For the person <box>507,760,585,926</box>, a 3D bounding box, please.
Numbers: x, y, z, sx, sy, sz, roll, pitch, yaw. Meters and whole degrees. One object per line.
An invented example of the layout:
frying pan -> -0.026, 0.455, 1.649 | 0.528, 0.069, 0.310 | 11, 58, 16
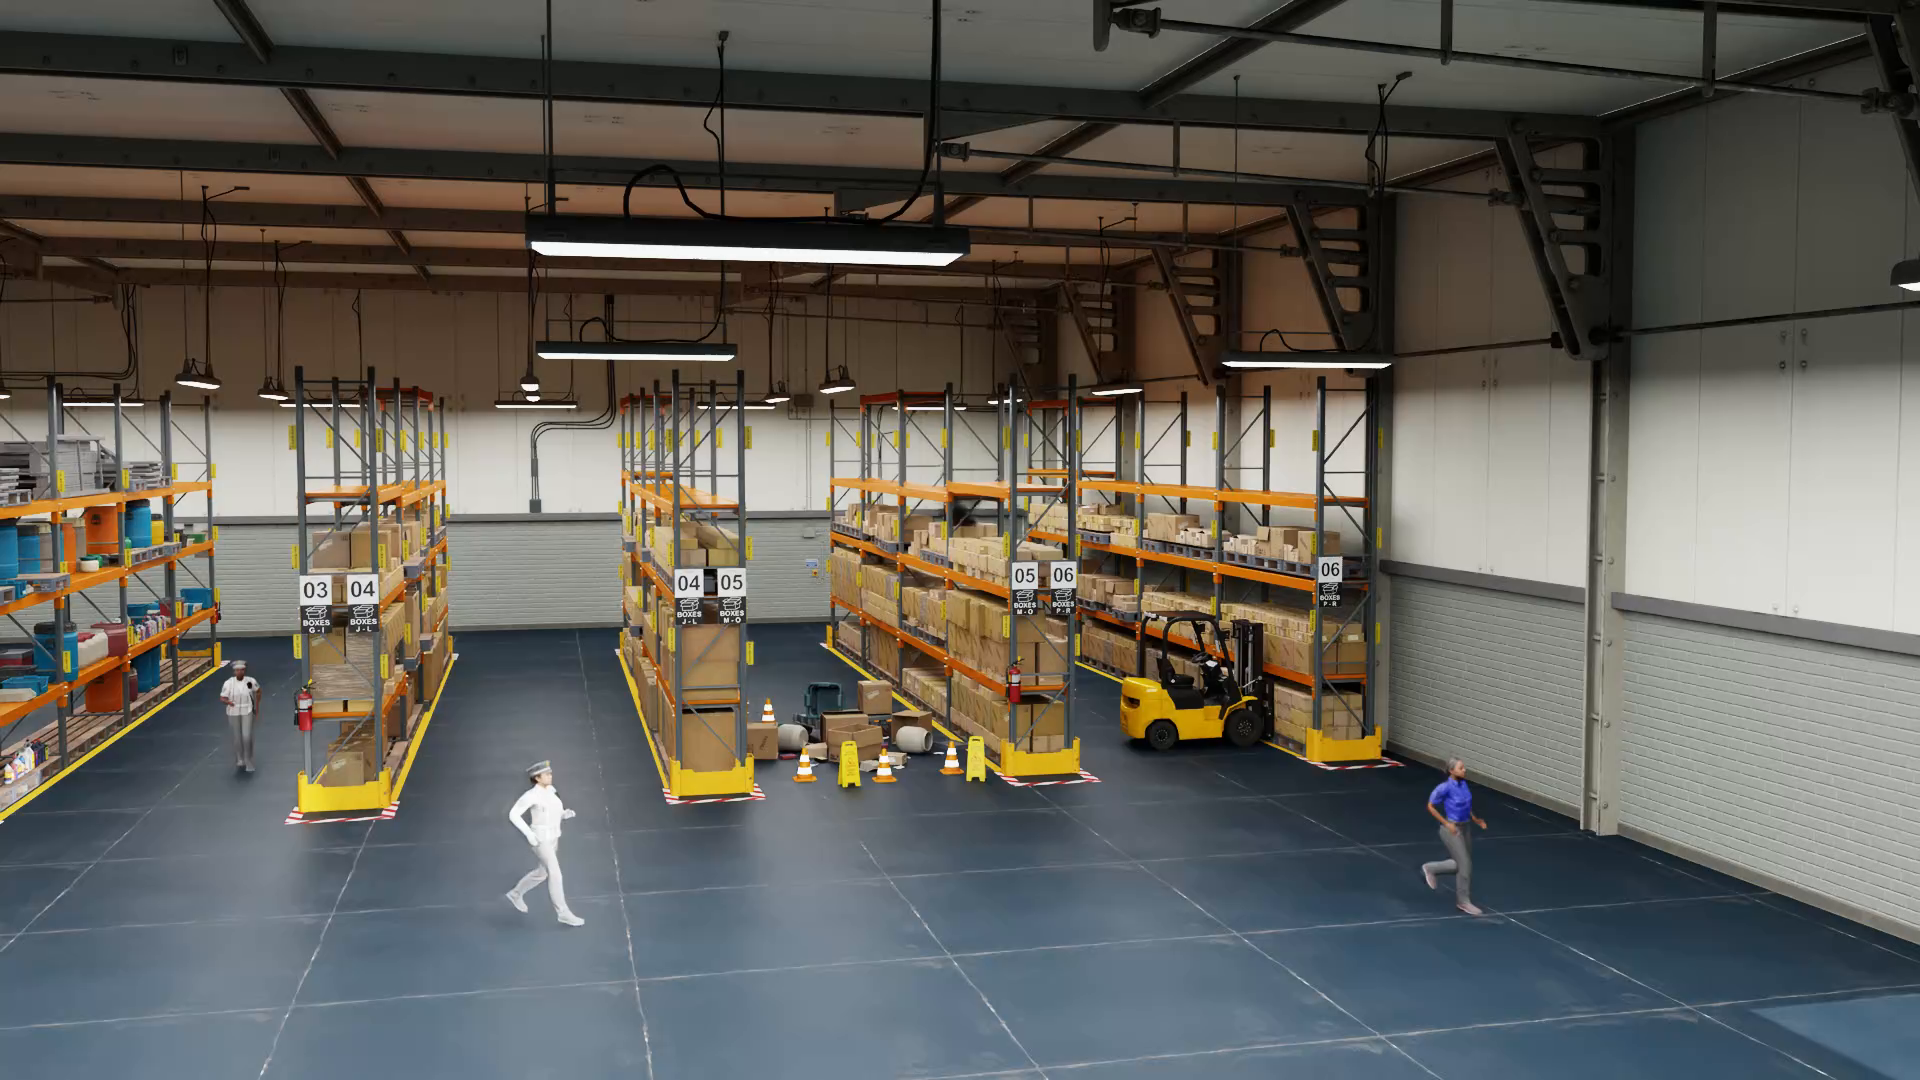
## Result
person -> -4.300, 3.107, 17.198 | 0.921, 1.682, 0.611 | 1, 4, 14

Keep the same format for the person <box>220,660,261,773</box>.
person -> -10.875, 2.675, 25.138 | 0.566, 1.746, 0.727 | -1, 4, -19

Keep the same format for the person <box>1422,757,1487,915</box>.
person -> 5.266, 3.146, 17.805 | 0.577, 1.630, 0.738 | -3, 5, -43
